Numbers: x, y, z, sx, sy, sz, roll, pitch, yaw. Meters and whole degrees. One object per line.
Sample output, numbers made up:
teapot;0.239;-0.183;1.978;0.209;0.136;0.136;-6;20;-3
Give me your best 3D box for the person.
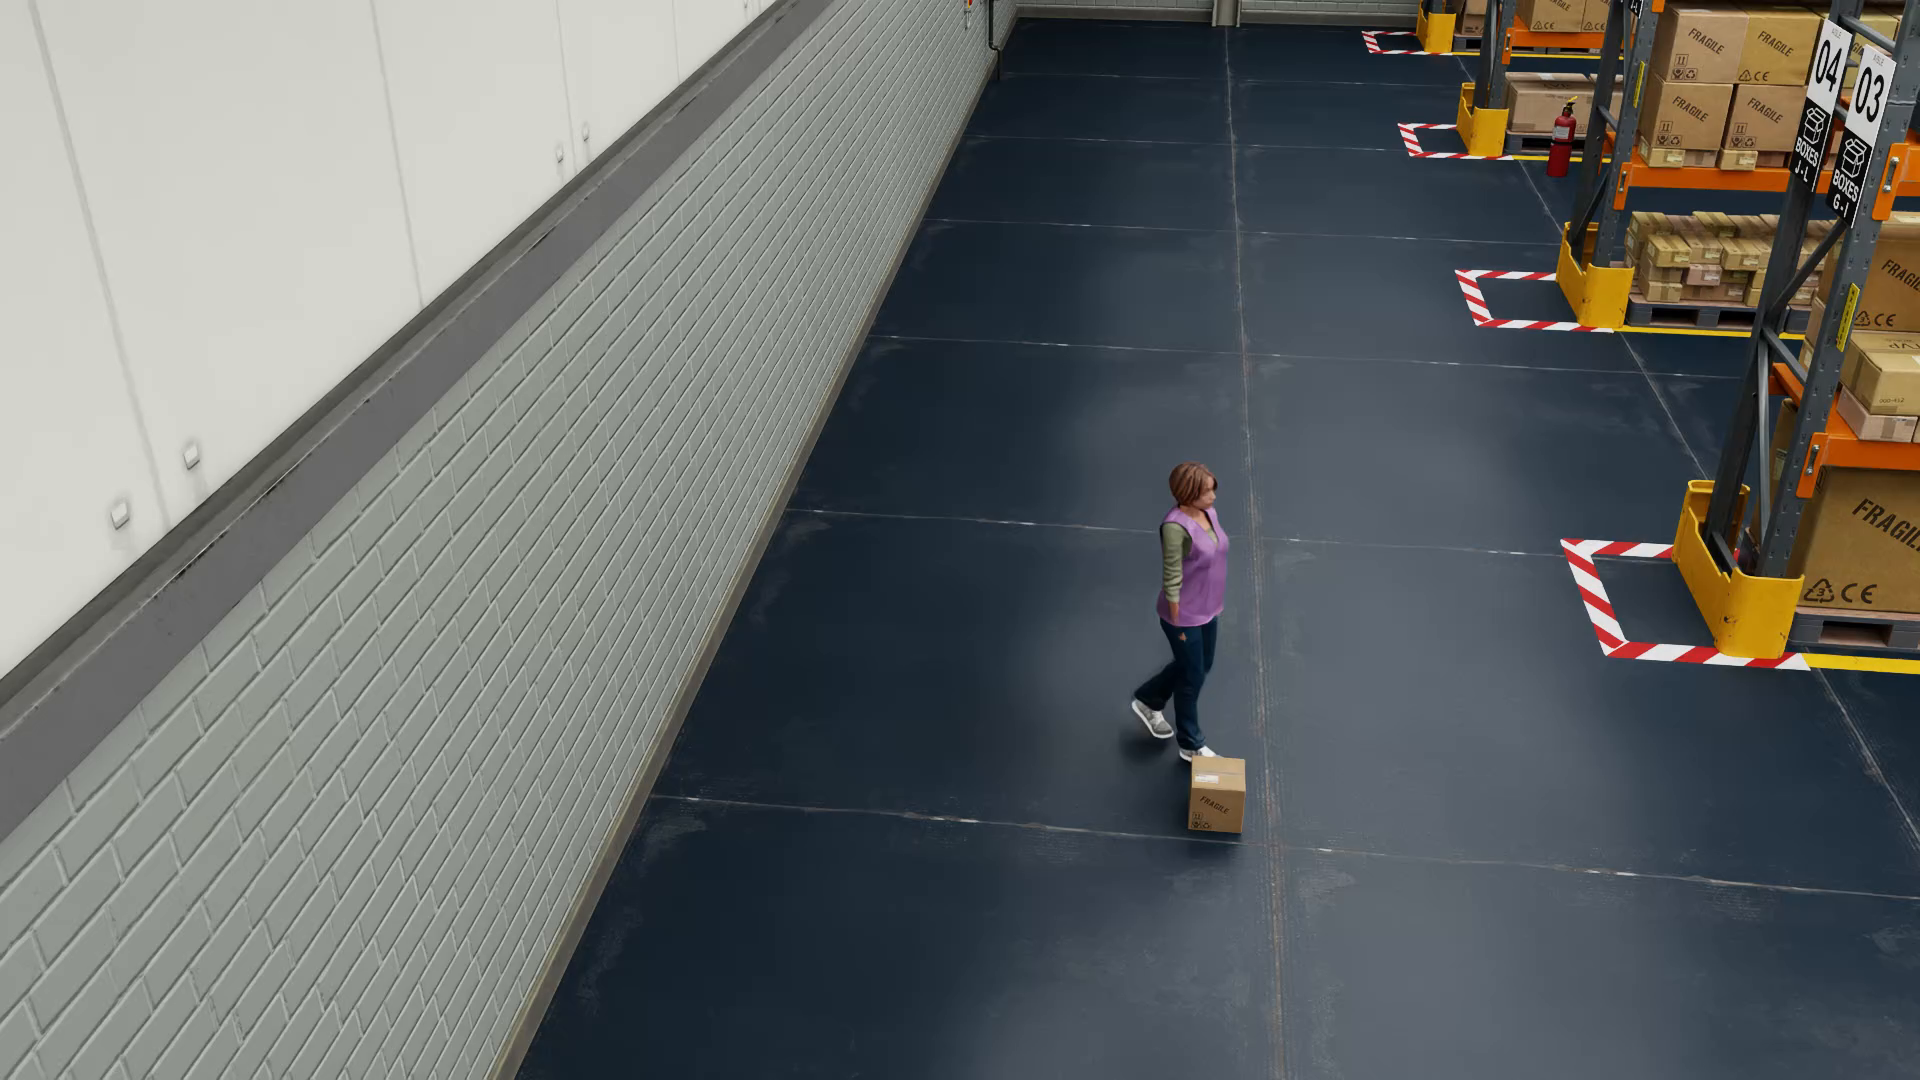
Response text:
person;1.105;0.341;7.994;0.601;1.590;0.409;18;33;29
